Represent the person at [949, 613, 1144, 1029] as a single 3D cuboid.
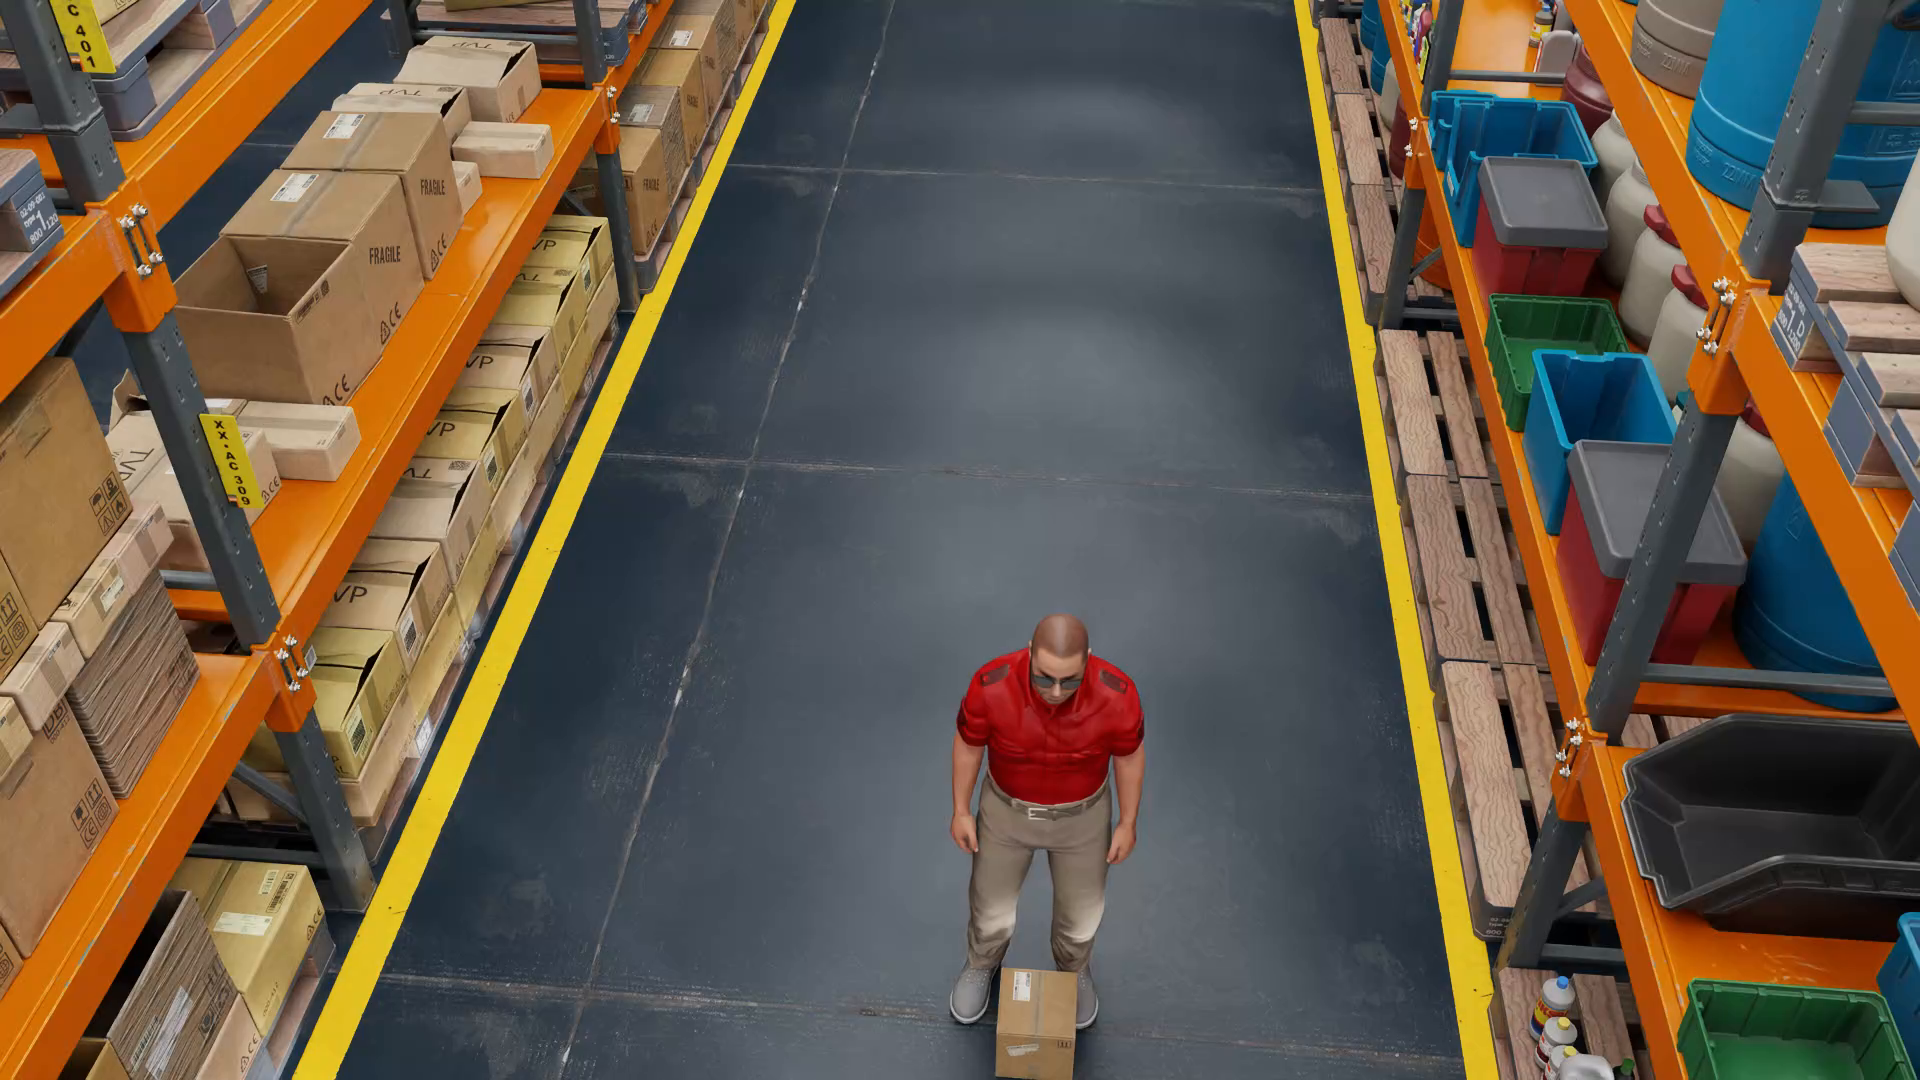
[{"bbox_3d":[0.259,0.851,5.146,0.586,1.726,0.396,3,40,4],"label":"person"}]
